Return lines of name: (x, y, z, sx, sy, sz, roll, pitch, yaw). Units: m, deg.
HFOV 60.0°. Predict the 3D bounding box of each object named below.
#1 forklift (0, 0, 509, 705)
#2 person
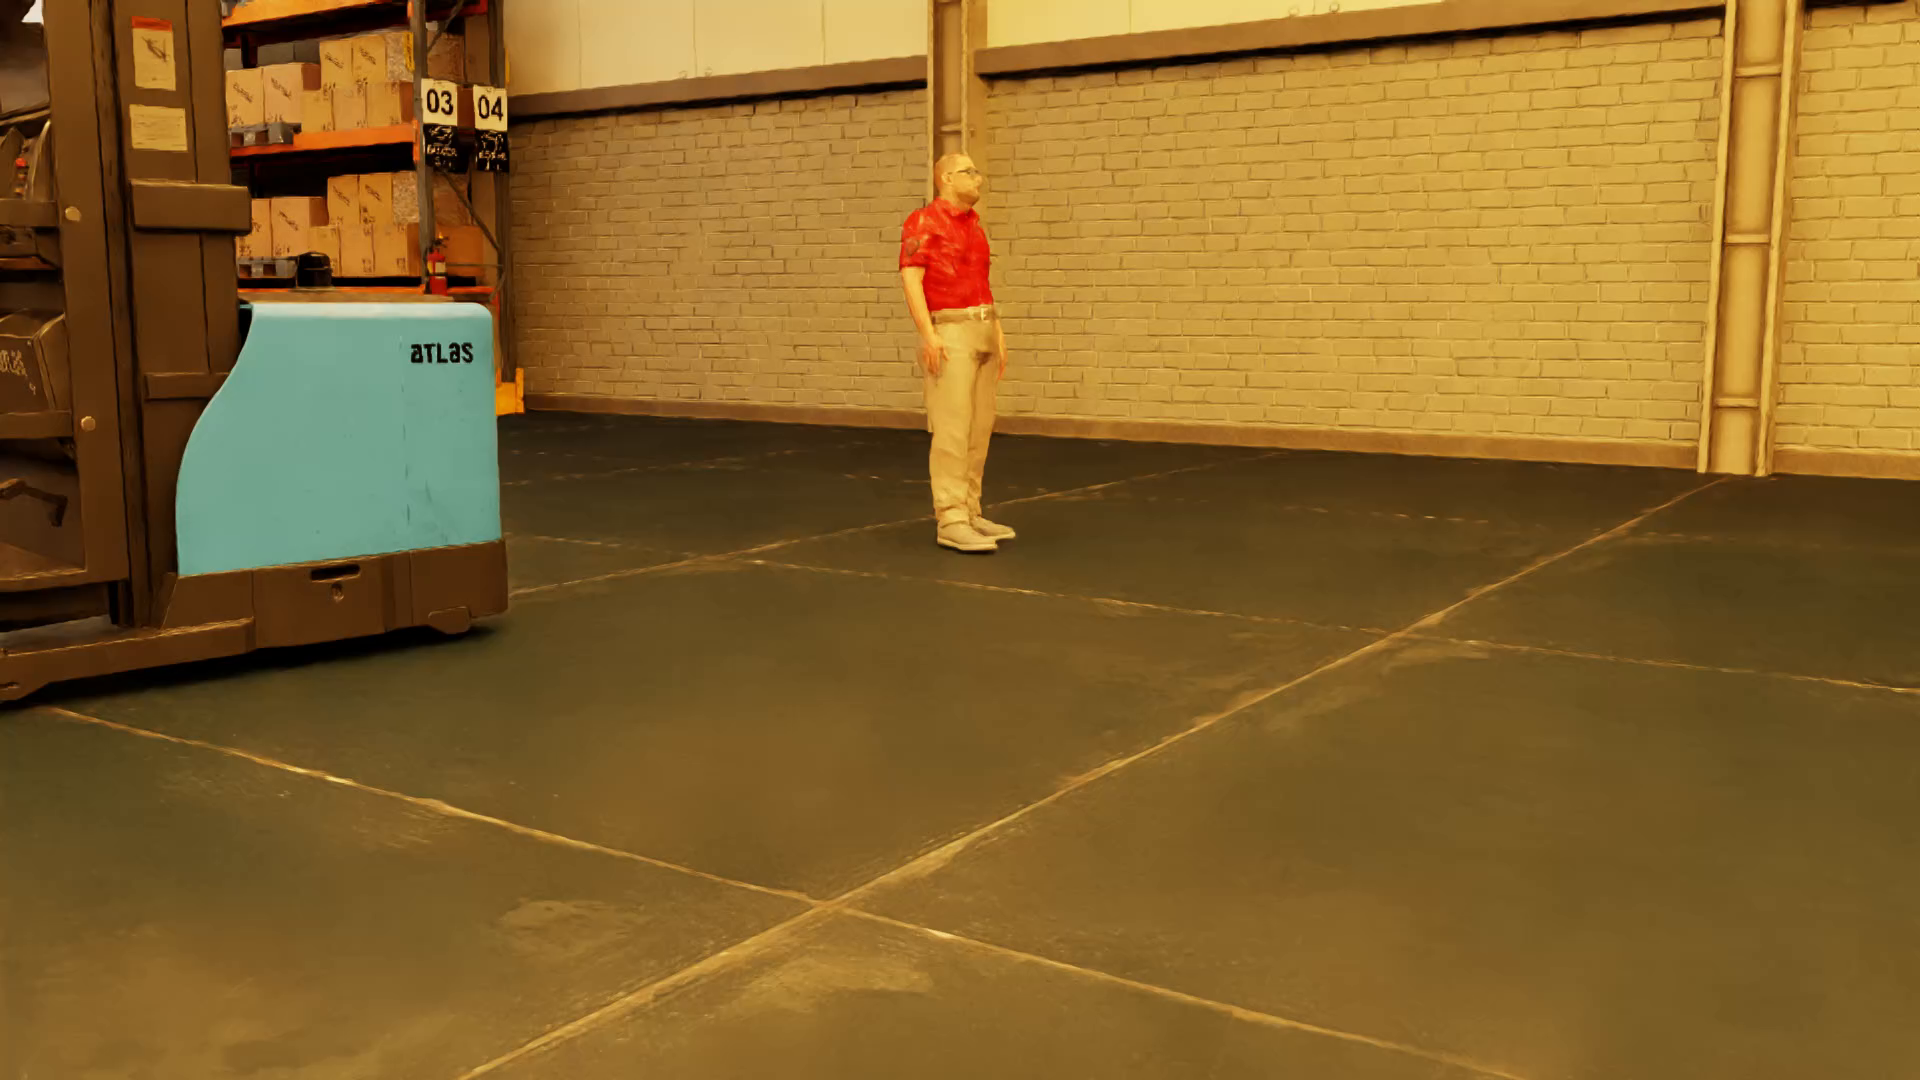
forklift: (-2.879, -1.048, 4.560, 1.130, 2.935, 3.031, 8, 11, 44)
person: (0.068, -0.855, 7.421, 0.550, 1.727, 0.640, 5, 10, 34)
